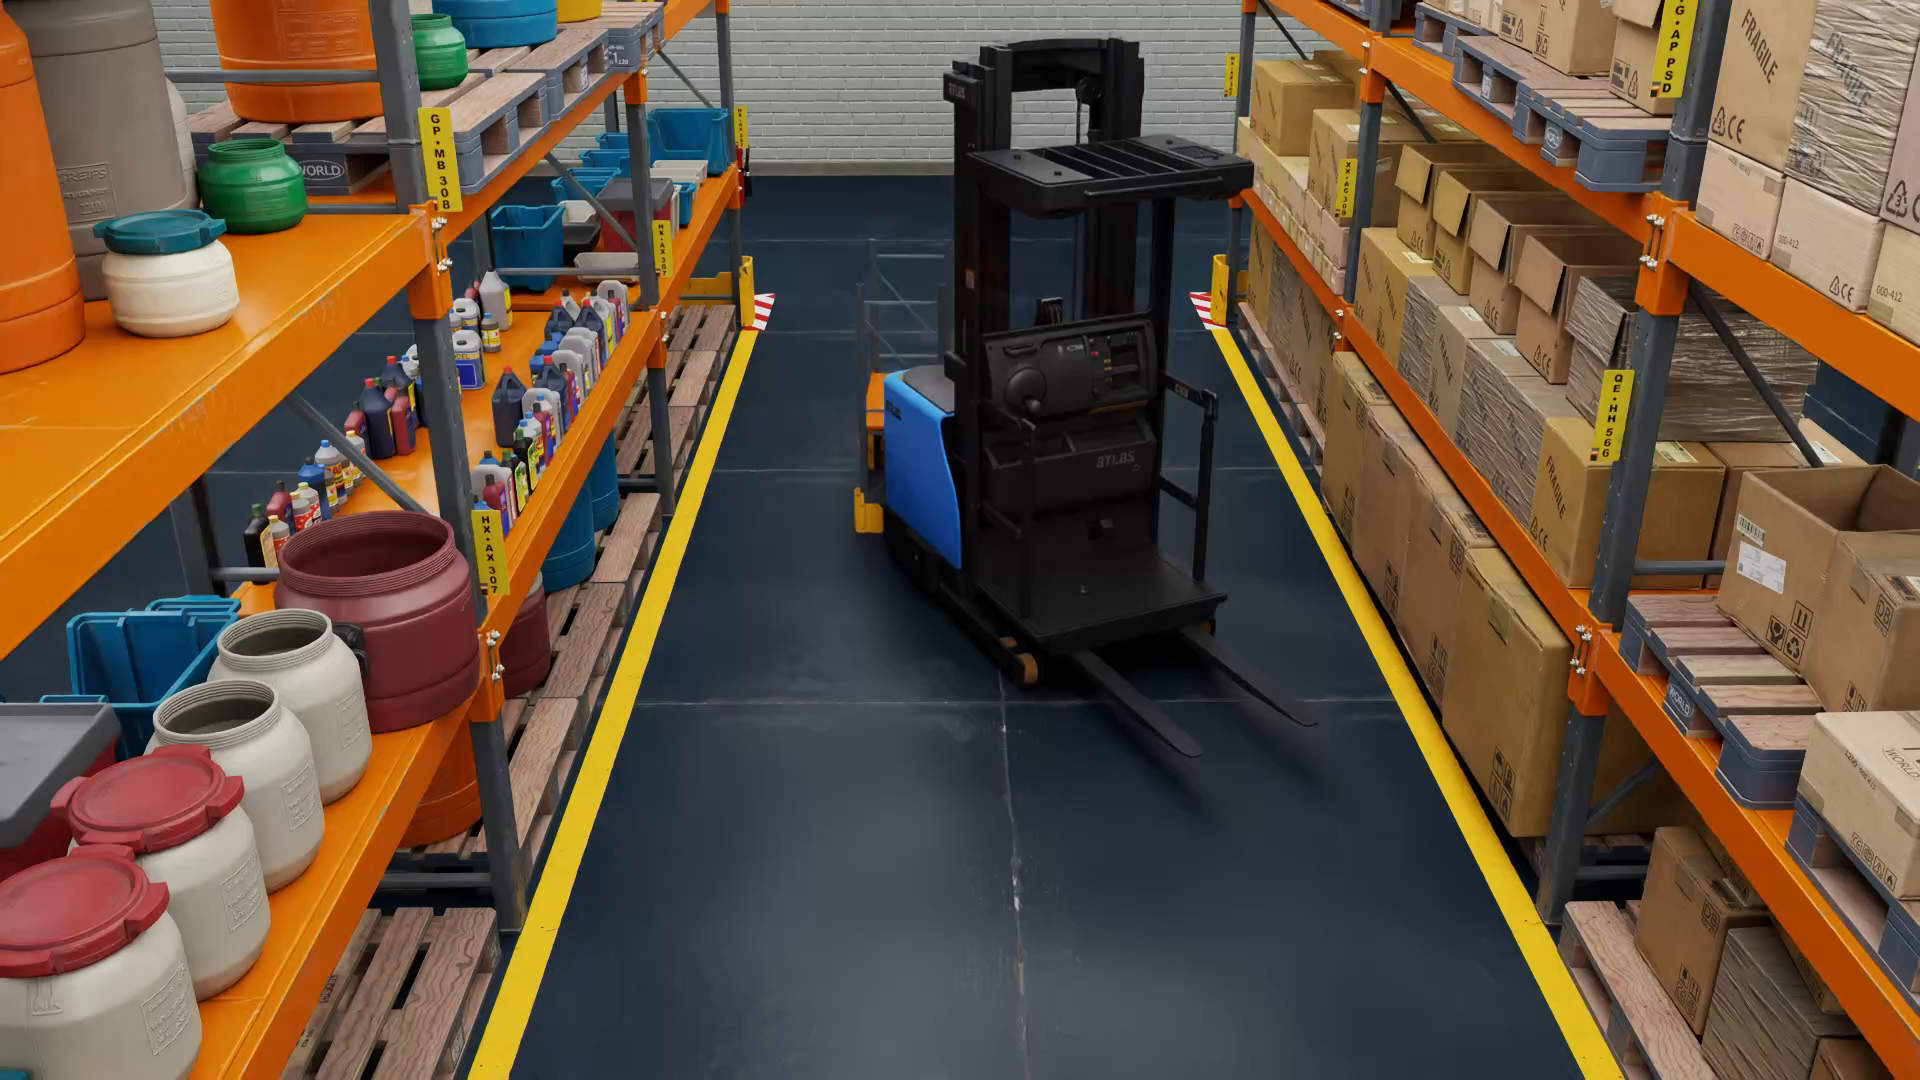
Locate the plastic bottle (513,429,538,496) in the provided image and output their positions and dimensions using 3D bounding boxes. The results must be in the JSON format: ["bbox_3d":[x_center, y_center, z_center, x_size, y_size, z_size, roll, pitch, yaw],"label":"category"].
[{"bbox_3d":[-1.834,-0.341,7.006,0.061,0.283,0.133,0,24,-1],"label":"plastic bottle"}]

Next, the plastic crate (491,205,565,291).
[{"bbox_3d":[-2.579,-1.733,9.888,0.392,0.384,0.575,0,24,-1],"label":"plastic crate"}]

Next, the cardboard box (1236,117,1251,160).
[{"bbox_3d":[2.411,-3.060,12.698,0.500,0.250,0.500,-1,24,-2],"label":"cardboard box"}]

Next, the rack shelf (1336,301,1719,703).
[{"bbox_3d":[2.742,-0.392,7.850,1.077,0.370,4.000,0,24,-1],"label":"rack shelf"}]

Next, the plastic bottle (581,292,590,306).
[{"bbox_3d":[-2.030,-1.262,9.142,0.097,0.201,0.097,0,24,0],"label":"plastic bottle"}]

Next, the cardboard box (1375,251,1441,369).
[{"bbox_3d":[2.481,-1.192,8.624,0.500,0.500,0.500,0,24,0],"label":"cardboard box"}]

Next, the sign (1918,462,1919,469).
[{"bbox_3d":[3.306,-0.394,5.671,0.100,0.325,0.005,0,24,-1],"label":"sign"}]

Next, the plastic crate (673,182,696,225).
[{"bbox_3d":[-1.998,-2.276,11.273,0.416,0.233,0.300,0,24,-1],"label":"plastic crate"}]

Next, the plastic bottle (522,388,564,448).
[{"bbox_3d":[-1.886,-0.568,7.517,0.152,0.276,0.135,0,24,-1],"label":"plastic bottle"}]

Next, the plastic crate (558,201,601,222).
[{"bbox_3d":[-2.552,-2.145,11.100,0.293,0.136,0.466,0,24,-1],"label":"plastic crate"}]

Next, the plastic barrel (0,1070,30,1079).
[{"bbox_3d":[-2.007,1.292,3.422,0.301,0.262,0.301,0,24,0],"label":"plastic barrel"}]

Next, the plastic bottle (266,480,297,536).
[{"bbox_3d":[-2.623,-0.080,6.429,0.061,0.283,0.133,0,24,-1],"label":"plastic bottle"}]

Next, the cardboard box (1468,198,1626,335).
[{"bbox_3d":[2.753,-1.245,7.523,0.797,0.503,0.637,1,24,1],"label":"cardboard box"}]

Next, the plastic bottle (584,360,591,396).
[{"bbox_3d":[-1.866,-0.809,8.139,0.097,0.201,0.097,0,24,0],"label":"plastic bottle"}]

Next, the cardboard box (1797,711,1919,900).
[{"bbox_3d":[2.552,0.673,4.295,0.500,0.250,0.500,-1,24,-2],"label":"cardboard box"}]

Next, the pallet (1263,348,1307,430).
[{"bbox_3d":[2.774,-1.091,11.906,1.003,0.211,1.213,0,24,-1],"label":"pallet"}]

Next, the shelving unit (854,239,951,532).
[{"bbox_3d":[-0.318,-0.950,10.031,0.587,1.500,1.083,1,24,1],"label":"shelving unit"}]

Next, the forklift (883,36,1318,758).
[{"bbox_3d":[0.647,-0.821,8.009,1.130,2.935,3.031,-11,27,-23],"label":"forklift"}]

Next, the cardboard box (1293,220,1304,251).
[{"bbox_3d":[2.377,-1.978,10.788,0.380,0.149,0.250,0,24,0],"label":"cardboard box"}]

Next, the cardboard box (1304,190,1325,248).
[{"bbox_3d":[2.444,-2.005,10.365,0.500,0.250,0.500,0,24,1],"label":"cardboard box"}]

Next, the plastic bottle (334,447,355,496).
[{"bbox_3d":[-2.611,-0.291,6.995,0.097,0.201,0.097,0,24,0],"label":"plastic bottle"}]

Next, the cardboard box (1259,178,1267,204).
[{"bbox_3d":[2.363,-2.507,11.957,0.380,0.149,0.250,-1,24,-2],"label":"cardboard box"}]

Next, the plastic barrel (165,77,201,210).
[{"bbox_3d":[-2.492,-1.162,4.903,0.421,0.512,0.421,0,24,0],"label":"plastic barrel"}]

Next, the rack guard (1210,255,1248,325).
[{"bbox_3d":[2.676,-2.063,13.705,1.175,0.500,0.348,0,24,-1],"label":"rack guard"}]

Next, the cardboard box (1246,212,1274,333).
[{"bbox_3d":[2.763,-2.152,12.937,0.875,0.875,0.875,0,24,-1],"label":"cardboard box"}]

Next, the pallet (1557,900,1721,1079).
[{"bbox_3d":[2.770,1.697,5.742,1.003,0.211,1.213,0,24,-1],"label":"pallet"}]

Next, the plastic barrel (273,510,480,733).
[{"bbox_3d":[-1.881,0.254,5.383,0.600,0.536,0.708,0,24,-1],"label":"plastic barrel"}]

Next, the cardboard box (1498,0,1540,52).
[{"bbox_3d":[2.720,-2.343,7.015,0.797,0.503,0.637,-1,24,-1],"label":"cardboard box"}]

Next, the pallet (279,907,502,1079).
[{"bbox_3d":[-2.220,1.716,5.699,1.003,0.211,1.213,0,24,-1],"label":"pallet"}]

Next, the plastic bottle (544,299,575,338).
[{"bbox_3d":[-2.038,-1.045,8.481,0.144,0.351,0.185,0,24,-1],"label":"plastic bottle"}]

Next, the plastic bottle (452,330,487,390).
[{"bbox_3d":[-2.447,-0.892,8.233,0.152,0.276,0.135,0,24,-1],"label":"plastic bottle"}]

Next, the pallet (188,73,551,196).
[{"bbox_3d":[-2.100,-1.470,5.949,1.003,0.211,1.213,0,24,-1],"label":"pallet"}]

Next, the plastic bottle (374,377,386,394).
[{"bbox_3d":[-2.636,-0.587,7.550,0.061,0.283,0.133,0,24,-1],"label":"plastic bottle"}]

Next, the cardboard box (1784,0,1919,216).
[{"bbox_3d":[2.513,-1.132,4.245,0.500,0.500,0.500,0,24,0],"label":"cardboard box"}]

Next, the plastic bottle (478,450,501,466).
[{"bbox_3d":[-1.911,-0.233,6.781,0.097,0.271,0.097,0,24,0],"label":"plastic bottle"}]

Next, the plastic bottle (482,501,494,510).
[{"bbox_3d":[-1.846,-0.051,6.463,0.097,0.201,0.097,0,24,0],"label":"plastic bottle"}]

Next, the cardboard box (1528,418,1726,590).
[{"bbox_3d":[2.510,-0.144,6.306,0.500,0.500,0.500,0,24,1],"label":"cardboard box"}]

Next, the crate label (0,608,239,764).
[{"bbox_3d":[-2.449,0.521,4.915,0.502,0.435,0.616,0,24,-1],"label":"crate label"}]

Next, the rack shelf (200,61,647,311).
[{"bbox_3d":[-2.211,-1.737,7.183,1.077,0.370,4.000,0,24,-1],"label":"rack shelf"}]

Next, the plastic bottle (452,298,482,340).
[{"bbox_3d":[-2.605,-1.122,8.741,0.152,0.276,0.135,0,24,-1],"label":"plastic bottle"}]

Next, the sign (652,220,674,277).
[{"bbox_3d":[-1.683,-1.650,9.421,0.100,0.325,0.005,0,24,-1],"label":"sign"}]

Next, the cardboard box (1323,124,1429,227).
[{"bbox_3d":[2.447,-2.141,9.755,0.500,0.500,0.500,0,24,1],"label":"cardboard box"}]

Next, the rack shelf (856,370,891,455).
[{"bbox_3d":[-0.318,-0.783,10.097,0.538,0.185,1.000,1,24,1],"label":"rack shelf"}]

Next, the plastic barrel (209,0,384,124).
[{"bbox_3d":[-2.192,-1.861,5.554,0.600,0.830,0.708,0,24,-1],"label":"plastic barrel"}]

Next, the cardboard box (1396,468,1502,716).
[{"bbox_3d":[2.775,0.229,7.672,1.225,0.875,0.875,0,24,0],"label":"cardboard box"}]

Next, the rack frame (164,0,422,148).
[{"bbox_3d":[-2.189,-2.607,4.594,1.000,3.000,0.127,0,24,-1],"label":"rack frame"}]

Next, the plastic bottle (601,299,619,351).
[{"bbox_3d":[-1.901,-1.154,8.812,0.152,0.276,0.135,0,24,-1],"label":"plastic bottle"}]

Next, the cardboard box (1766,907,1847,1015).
[{"bbox_3d":[2.817,1.196,5.056,0.500,0.250,0.500,2,24,5],"label":"cardboard box"}]

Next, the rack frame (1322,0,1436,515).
[{"bbox_3d":[2.720,-1.544,9.524,1.000,3.000,0.127,0,24,-1],"label":"rack frame"}]
